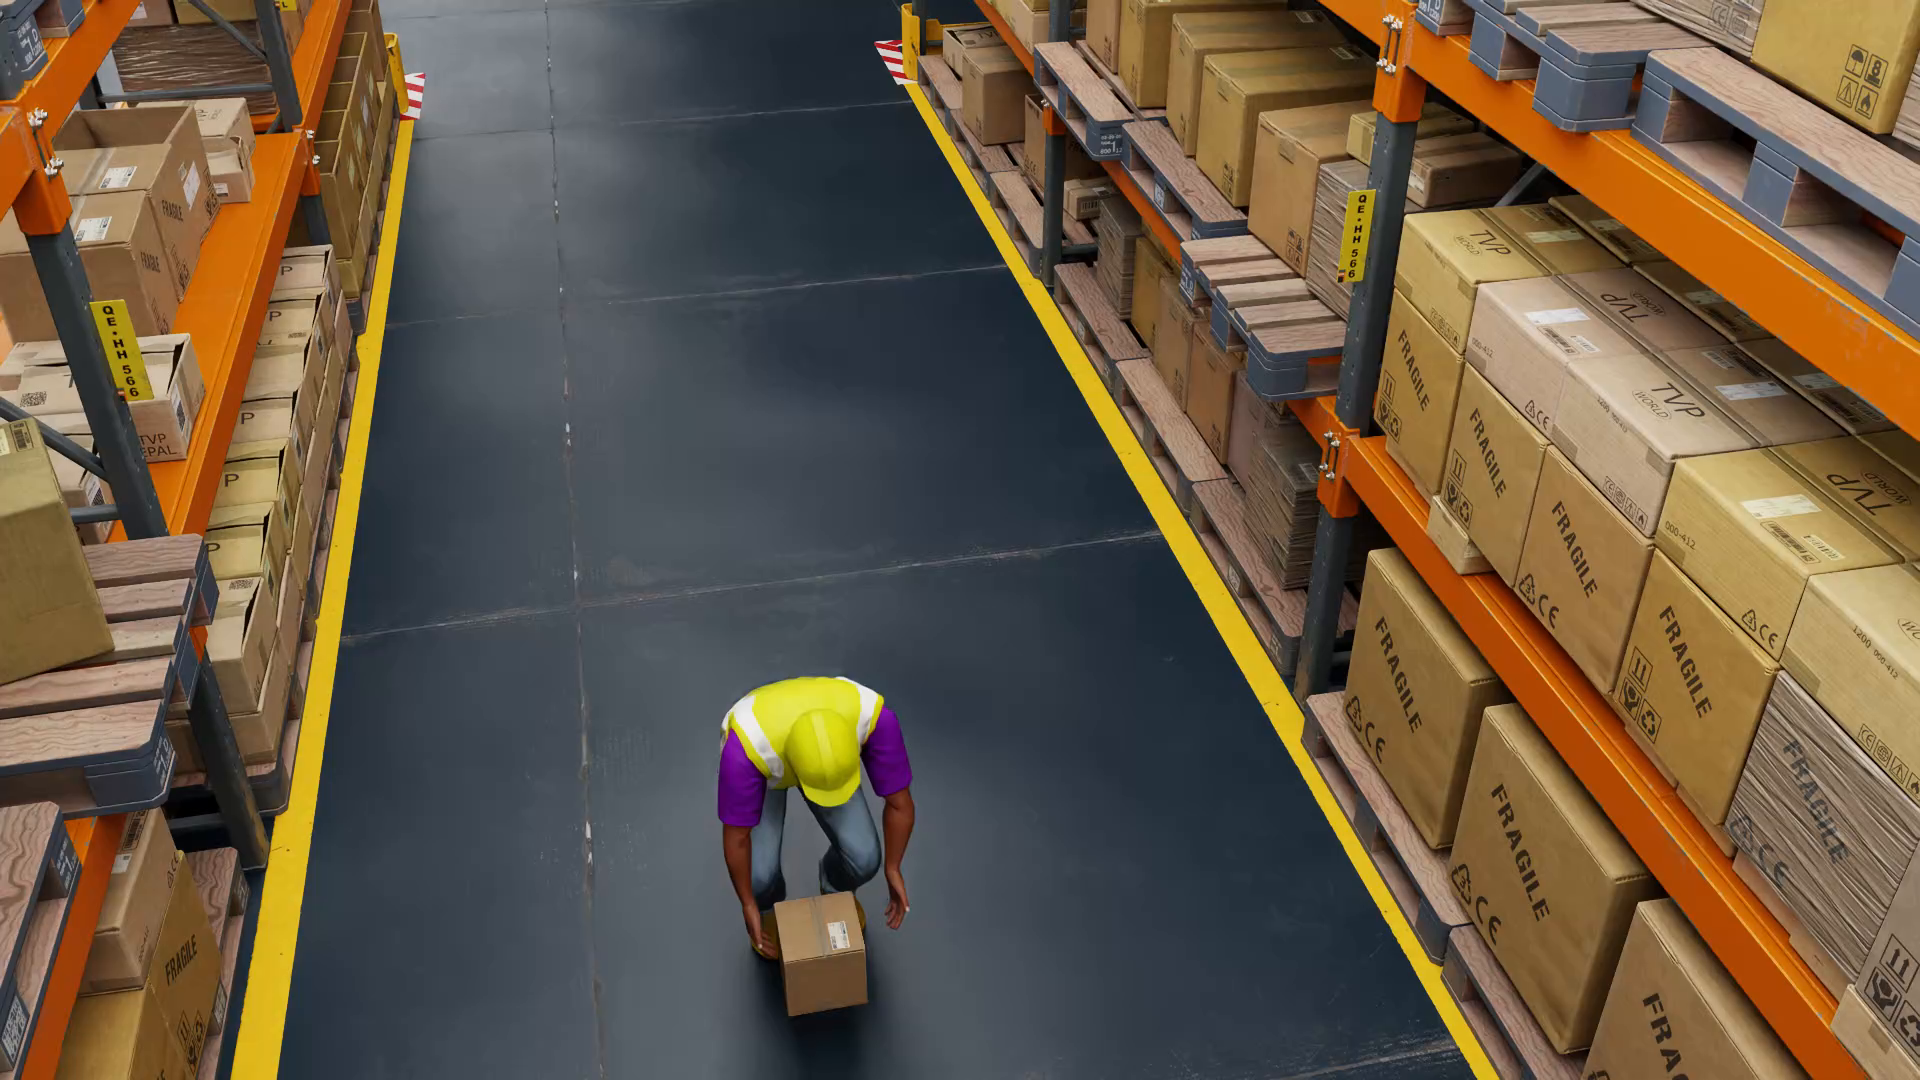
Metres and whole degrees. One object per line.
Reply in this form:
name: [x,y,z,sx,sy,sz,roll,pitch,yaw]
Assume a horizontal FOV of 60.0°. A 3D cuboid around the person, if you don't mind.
person: [-0.477,0.846,5.378,0.620,1.204,0.839,-7,35,-11]
